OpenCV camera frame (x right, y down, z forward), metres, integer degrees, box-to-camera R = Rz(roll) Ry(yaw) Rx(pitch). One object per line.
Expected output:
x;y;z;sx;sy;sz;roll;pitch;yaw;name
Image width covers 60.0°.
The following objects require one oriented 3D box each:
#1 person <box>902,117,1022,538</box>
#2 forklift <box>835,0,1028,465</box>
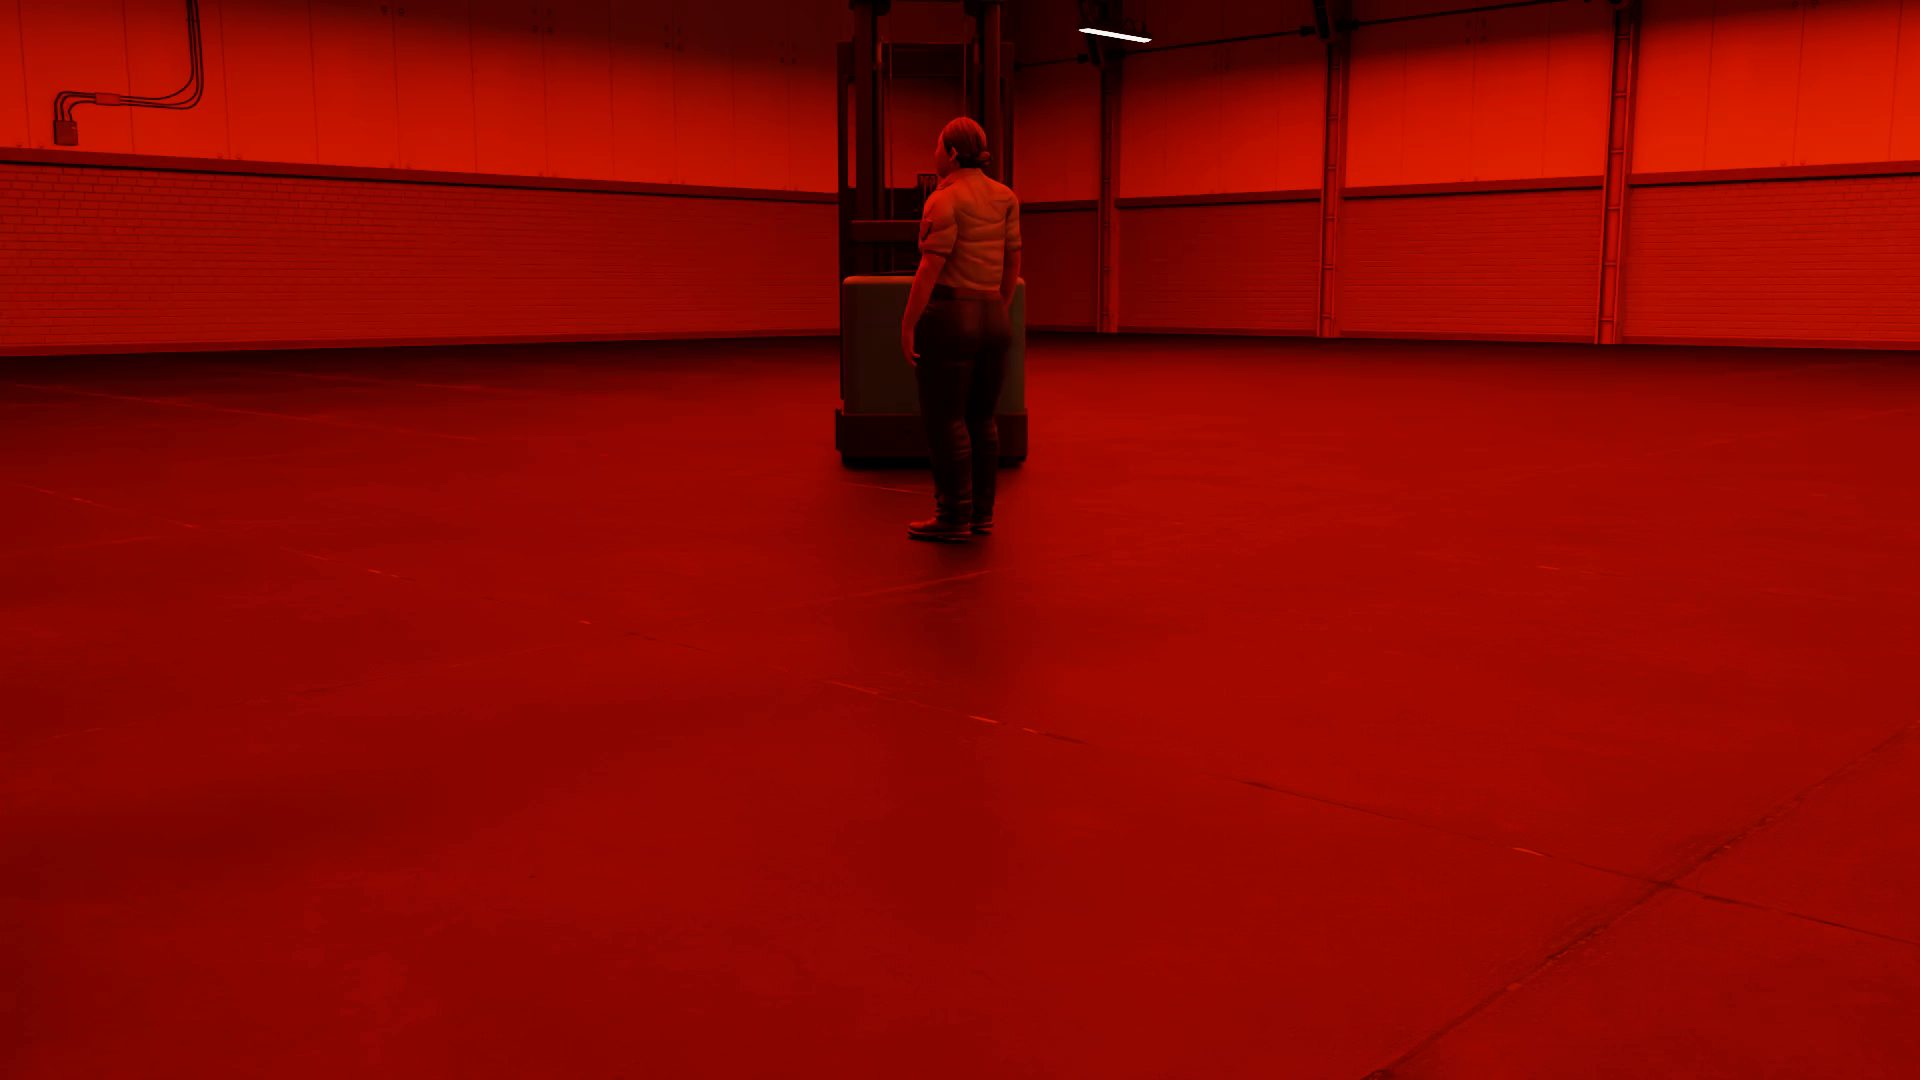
-0.048;-0.831;6.672;0.503;1.643;0.598;8;12;43;person
-0.229;-2.065;10.585;1.130;2.935;3.031;-1;9;-4;forklift
